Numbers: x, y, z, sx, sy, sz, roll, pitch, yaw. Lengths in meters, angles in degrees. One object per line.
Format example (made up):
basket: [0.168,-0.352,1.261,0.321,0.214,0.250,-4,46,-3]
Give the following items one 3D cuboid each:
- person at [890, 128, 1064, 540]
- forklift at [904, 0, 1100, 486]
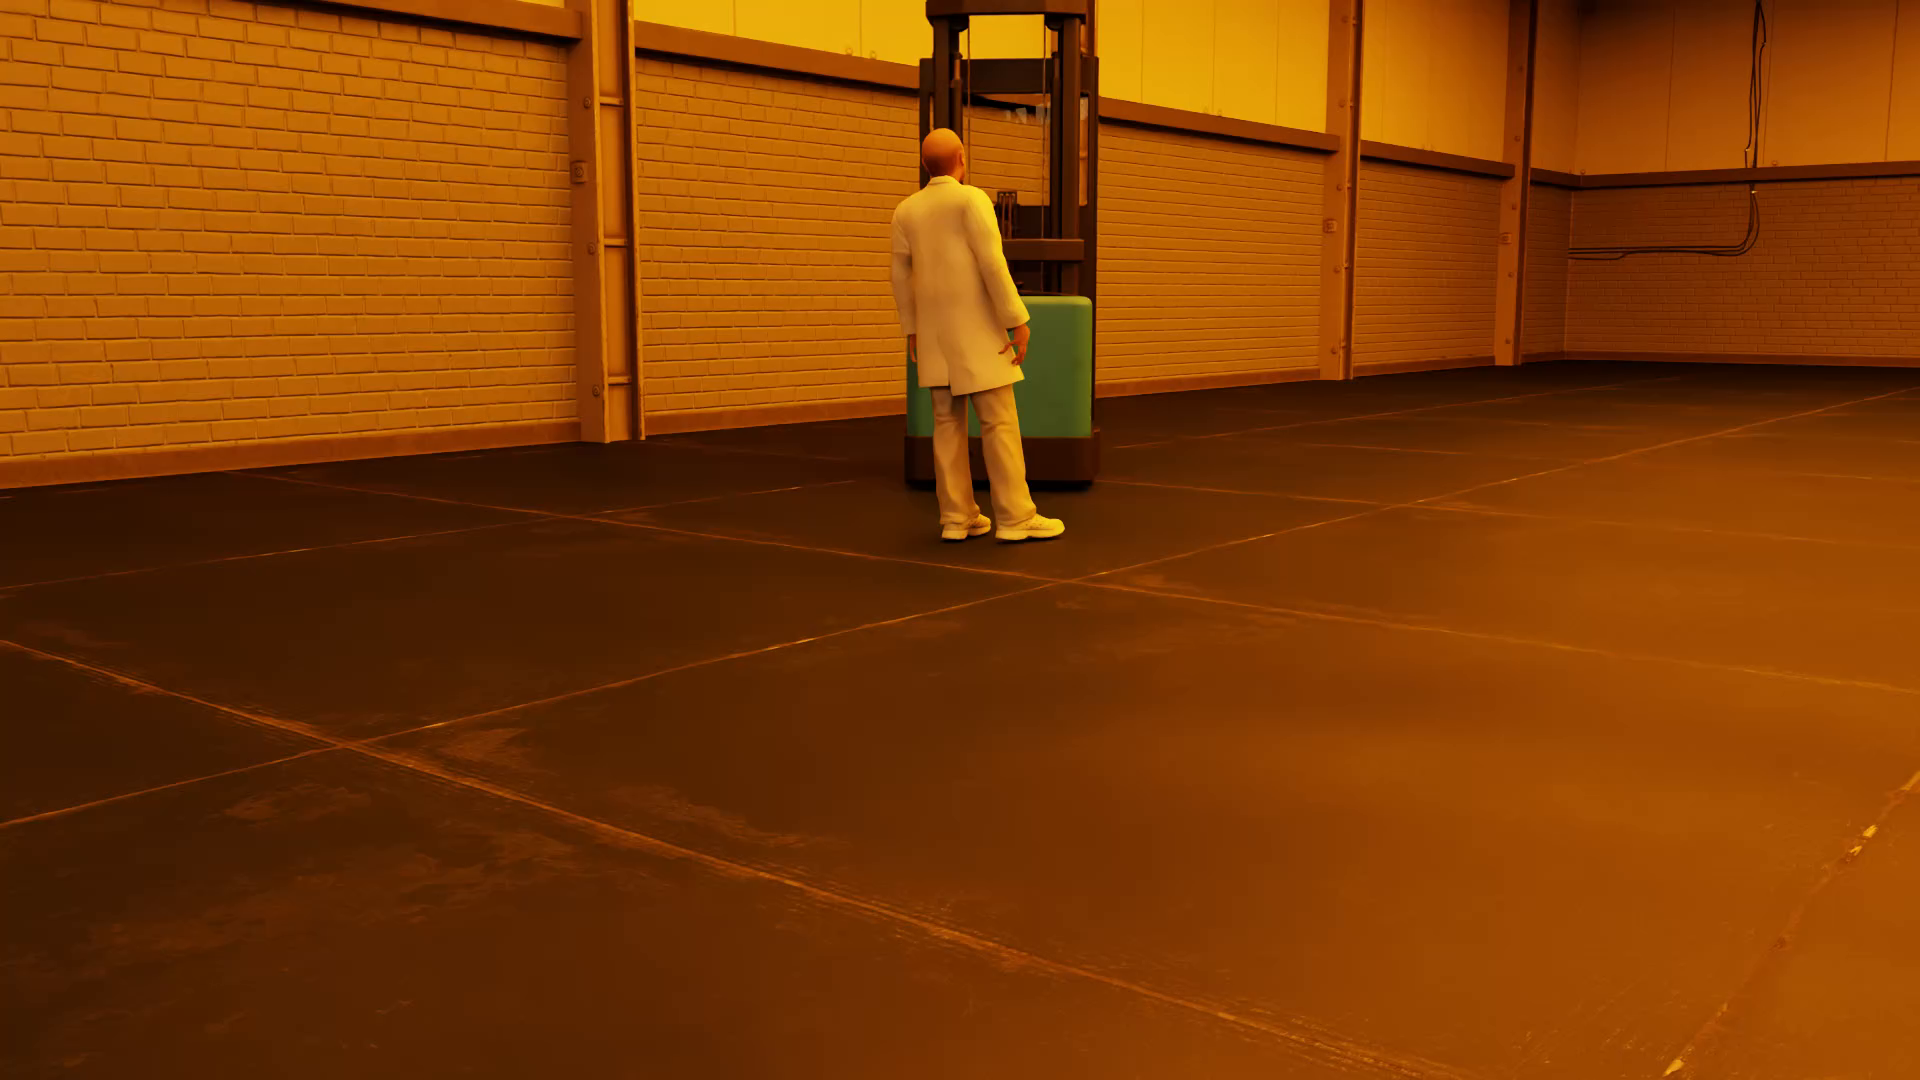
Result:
person: [0.061,-0.896,7.343,0.696,1.777,0.578,7,11,38]
forklift: [0.315,-1.924,10.431,1.130,2.935,3.031,1,8,4]
